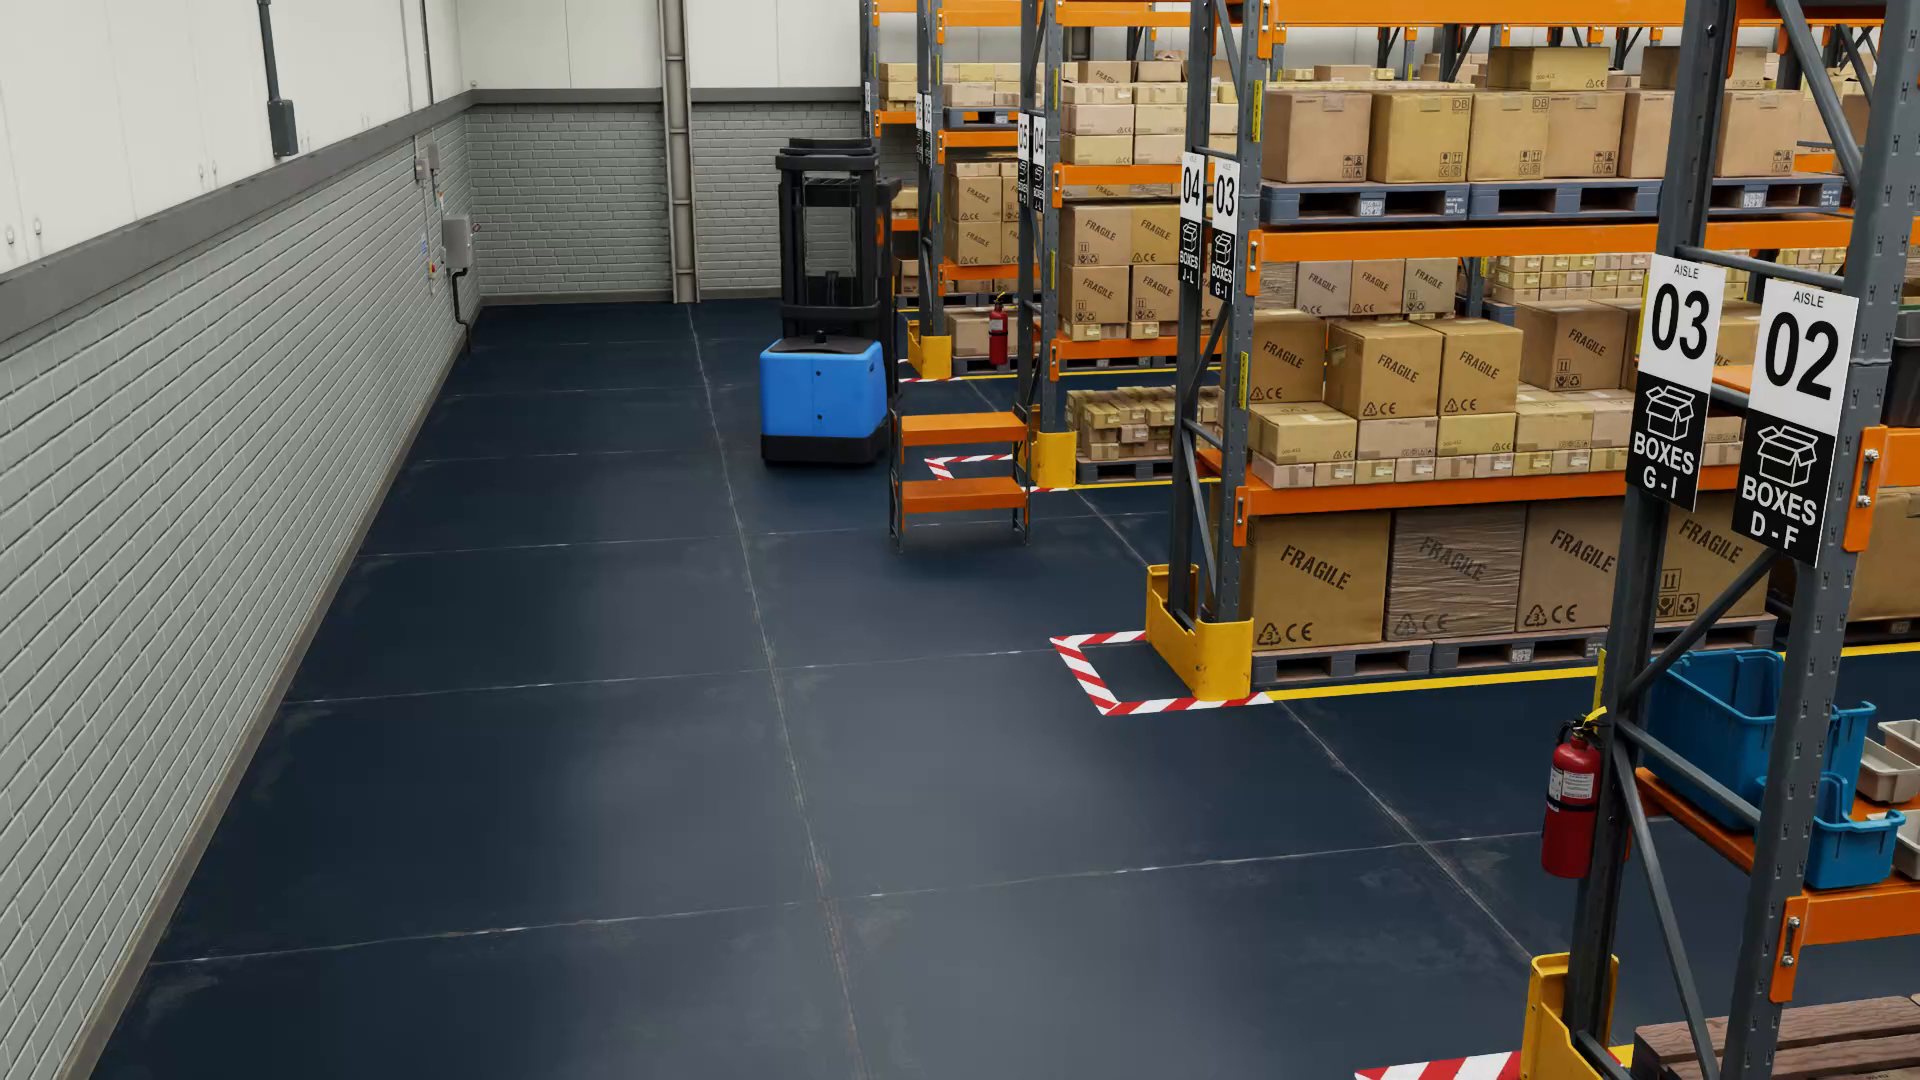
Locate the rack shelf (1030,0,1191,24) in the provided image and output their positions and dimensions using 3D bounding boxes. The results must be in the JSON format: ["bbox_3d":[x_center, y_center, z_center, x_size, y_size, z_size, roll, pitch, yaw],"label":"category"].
[{"bbox_3d":[2.655,-4.695,14.503,4.000,0.370,1.077,-3,17,-10],"label":"rack shelf"}]

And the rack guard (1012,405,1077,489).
[{"bbox_3d":[0.766,-0.871,15.296,0.348,0.500,1.175,-3,17,-10],"label":"rack guard"}]

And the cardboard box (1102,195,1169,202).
[{"bbox_3d":[1.591,-2.855,15.118,0.500,0.500,0.500,-4,17,-12],"label":"cardboard box"}]

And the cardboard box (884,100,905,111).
[{"bbox_3d":[-0.935,-6.178,23.637,0.250,0.149,0.380,-3,17,-9],"label":"cardboard box"}]

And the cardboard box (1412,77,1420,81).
[{"bbox_3d":[6.962,-6.862,24.948,0.250,0.166,0.380,-3,17,-11],"label":"cardboard box"}]

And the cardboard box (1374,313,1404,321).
[{"bbox_3d":[3.876,-2.038,15.265,0.250,0.149,0.380,-3,17,-8],"label":"cardboard box"}]

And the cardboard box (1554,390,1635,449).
[{"bbox_3d":[4.068,-0.761,10.430,0.500,0.250,0.500,-3,17,-9],"label":"cardboard box"}]

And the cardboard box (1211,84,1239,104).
[{"bbox_3d":[2.335,-3.854,14.368,0.250,0.149,0.380,-3,17,-9],"label":"cardboard box"}]

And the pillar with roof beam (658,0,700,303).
[{"bbox_3d":[-3.294,-6.650,19.637,0.400,9.000,9.100,-3,17,-10],"label":"pillar with roof beam"}]

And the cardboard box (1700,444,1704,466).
[{"bbox_3d":[4.466,-0.575,10.501,0.250,0.149,0.380,-3,17,-9],"label":"cardboard box"}]

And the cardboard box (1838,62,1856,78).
[{"bbox_3d":[10.890,-5.884,20.941,0.500,0.250,0.500,-3,17,-9],"label":"cardboard box"}]

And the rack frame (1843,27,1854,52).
[{"bbox_3d":[14.417,-8.673,26.222,0.127,3.000,1.000,-3,17,-10],"label":"rack frame"}]

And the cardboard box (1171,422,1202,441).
[{"bbox_3d":[2.030,-1.018,15.151,0.250,0.149,0.380,-3,17,-9],"label":"cardboard box"}]

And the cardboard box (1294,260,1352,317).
[{"bbox_3d":[3.198,-2.310,15.047,0.500,0.500,0.500,-3,17,-11],"label":"cardboard box"}]

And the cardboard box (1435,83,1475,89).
[{"bbox_3d":[4.363,-3.980,14.777,0.250,0.149,0.380,-4,18,-13],"label":"cardboard box"}]

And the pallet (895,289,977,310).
[{"bbox_3d":[-0.435,-3.630,24.770,1.213,0.211,1.003,-3,17,-10],"label":"pallet"}]

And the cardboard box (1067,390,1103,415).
[{"bbox_3d":[1.163,-1.287,15.519,0.250,0.149,0.380,-3,17,-10],"label":"cardboard box"}]

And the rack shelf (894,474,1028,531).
[{"bbox_3d":[-0.007,-0.304,13.217,1.000,0.278,0.538,-3,17,-10],"label":"rack shelf"}]

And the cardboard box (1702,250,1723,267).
[{"bbox_3d":[6.882,-2.641,15.502,0.250,0.149,0.380,-2,17,-8],"label":"cardboard box"}]

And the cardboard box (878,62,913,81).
[{"bbox_3d":[-0.909,-6.762,24.008,0.500,0.250,0.500,-4,17,-12],"label":"cardboard box"}]

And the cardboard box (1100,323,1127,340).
[{"bbox_3d":[1.313,-1.891,14.788,0.250,0.149,0.380,-3,17,-8],"label":"cardboard box"}]

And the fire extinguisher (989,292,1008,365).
[{"bbox_3d":[0.356,-1.965,15.369,0.183,0.674,0.296,-3,17,-10],"label":"fire extinguisher"}]

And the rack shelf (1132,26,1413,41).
[{"bbox_3d":[4.599,-7.581,24.573,4.000,0.370,1.077,-3,17,-10],"label":"rack shelf"}]

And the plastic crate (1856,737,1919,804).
[{"bbox_3d":[3.239,0.801,5.941,0.243,0.136,0.396,-3,17,-10],"label":"plastic crate"}]

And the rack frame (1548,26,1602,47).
[{"bbox_3d":[7.508,-6.796,20.113,0.127,3.000,1.000,-3,17,-10],"label":"rack frame"}]

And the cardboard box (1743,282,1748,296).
[{"bbox_3d":[7.407,-2.387,15.688,0.250,0.149,0.380,-3,17,-11],"label":"cardboard box"}]

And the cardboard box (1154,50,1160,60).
[{"bbox_3d":[2.922,-7.076,24.462,0.258,0.266,0.396,-3,17,-11],"label":"cardboard box"}]

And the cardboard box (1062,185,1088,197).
[{"bbox_3d":[1.188,-4.015,19.402,0.500,0.500,0.500,-3,17,-11],"label":"cardboard box"}]

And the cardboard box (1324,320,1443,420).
[{"bbox_3d":[2.546,-1.032,10.034,0.500,0.500,0.500,-4,17,-12],"label":"cardboard box"}]

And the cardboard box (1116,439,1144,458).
[{"bbox_3d":[1.508,-0.875,15.191,0.250,0.149,0.380,-3,17,-11],"label":"cardboard box"}]

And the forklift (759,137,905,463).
[{"bbox_3d":[-1.167,-2.498,16.452,1.130,2.935,3.031,2,17,7],"label":"forklift"}]

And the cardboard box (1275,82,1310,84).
[{"bbox_3d":[2.987,-4.070,15.072,0.250,0.149,0.380,-2,17,-8],"label":"cardboard box"}]

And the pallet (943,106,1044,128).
[{"bbox_3d":[0.379,-4.919,19.260,1.213,0.211,1.003,-3,17,-10],"label":"pallet"}]

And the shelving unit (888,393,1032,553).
[{"bbox_3d":[-0.007,-0.537,13.145,1.048,1.125,0.538,-3,17,-10],"label":"shelving unit"}]

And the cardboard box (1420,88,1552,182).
[{"bbox_3d":[3.107,-2.440,9.983,0.500,0.500,0.700,-4,18,-14],"label":"cardboard box"}]

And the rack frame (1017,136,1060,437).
[{"bbox_3d":[0.691,-2.062,14.915,0.127,3.000,1.000,-3,17,-10],"label":"rack frame"}]

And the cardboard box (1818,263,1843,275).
[{"bbox_3d":[8.147,-2.571,15.781,0.250,0.149,0.380,-3,17,-9],"label":"cardboard box"}]

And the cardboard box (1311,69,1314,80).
[{"bbox_3d":[5.254,-6.892,24.604,0.250,0.149,0.380,-4,17,-12],"label":"cardboard box"}]

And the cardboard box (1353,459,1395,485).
[{"bbox_3d":[2.447,-0.460,10.128,0.250,0.149,0.380,-4,17,-12],"label":"cardboard box"}]

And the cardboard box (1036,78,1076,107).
[{"bbox_3d":[1.132,-5.192,19.264,0.500,0.311,0.500,-3,17,-9],"label":"cardboard box"}]

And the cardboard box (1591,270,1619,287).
[{"bbox_3d":[5.855,-2.441,15.356,0.250,0.149,0.380,-4,18,-13],"label":"cardboard box"}]

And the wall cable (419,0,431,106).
[{"bbox_3d":[-6.019,-6.170,18.073,0.029,3.000,2.355,-3,17,-10],"label":"wall cable"}]

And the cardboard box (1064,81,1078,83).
[{"bbox_3d":[1.700,-6.510,24.038,0.500,0.250,0.500,-4,17,-12],"label":"cardboard box"}]

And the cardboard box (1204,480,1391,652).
[{"bbox_3d":[2.146,0.130,10.683,0.875,0.875,0.875,-3,17,-10],"label":"cardboard box"}]

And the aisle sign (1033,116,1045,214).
[{"bbox_3d":[0.676,-3.214,14.239,0.004,0.787,0.394,-3,17,-10],"label":"aisle sign"}]

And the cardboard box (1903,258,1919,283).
[{"bbox_3d":[9.038,-2.502,16.179,0.500,0.500,0.500,-3,17,-10],"label":"cardboard box"}]

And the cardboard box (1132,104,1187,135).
[{"bbox_3d":[1.684,-3.642,14.355,0.500,0.250,0.500,-3,17,-11],"label":"cardboard box"}]

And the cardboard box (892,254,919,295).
[{"bbox_3d":[-0.674,-3.928,24.528,0.637,0.503,0.797,-4,18,-13],"label":"cardboard box"}]

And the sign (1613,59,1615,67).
[{"bbox_3d":[10.383,-7.461,26.370,0.005,0.325,0.100,-3,17,-10],"label":"sign"}]

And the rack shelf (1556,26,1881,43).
[{"bbox_3d":[9.471,-6.373,20.640,4.000,0.370,1.077,-3,17,-10],"label":"rack shelf"}]

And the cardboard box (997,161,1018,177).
[{"bbox_3d":[0.575,-4.275,19.145,0.250,0.149,0.380,-3,17,-9],"label":"cardboard box"}]

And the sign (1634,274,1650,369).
[{"bbox_3d":[2.352,-0.740,5.681,0.005,0.325,0.100,-3,17,-10],"label":"sign"}]

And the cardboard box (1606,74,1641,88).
[{"bbox_3d":[6.160,-4.017,15.280,0.637,0.503,0.797,-3,17,-11],"label":"cardboard box"}]
